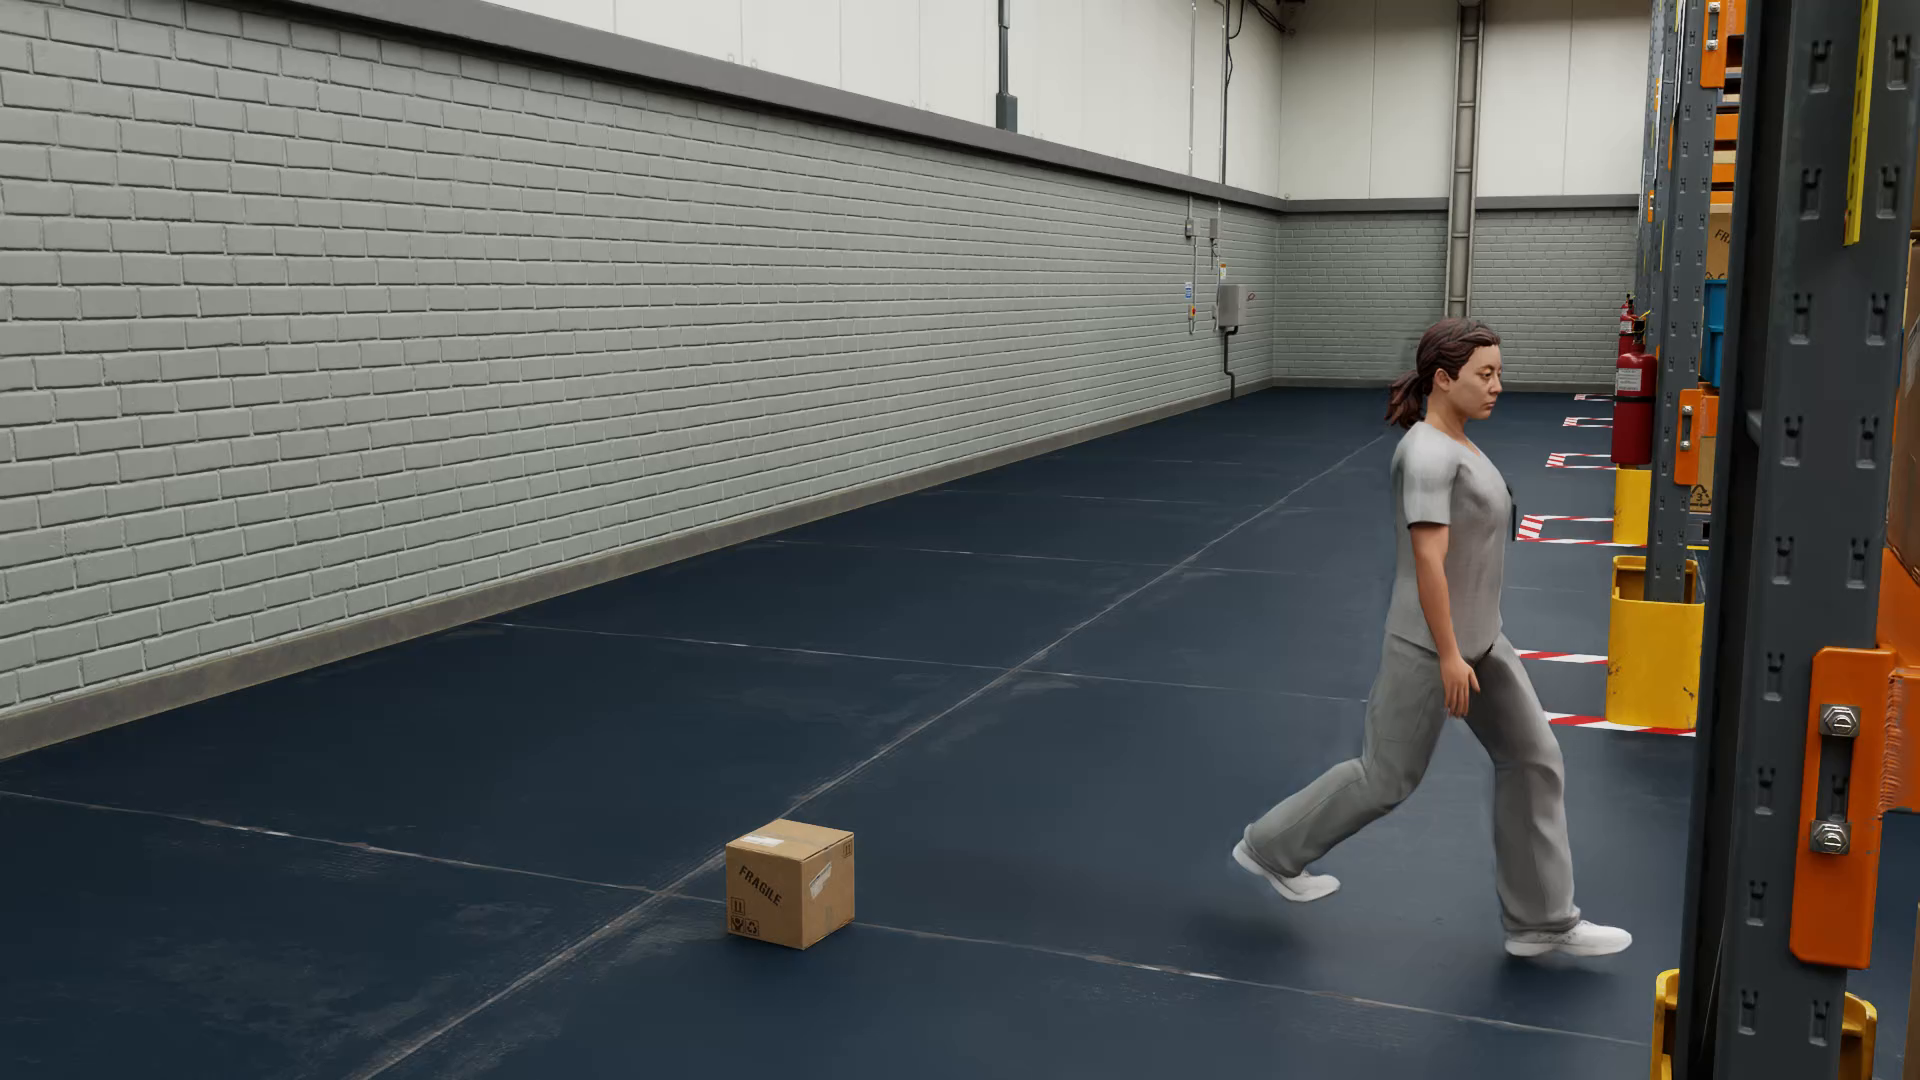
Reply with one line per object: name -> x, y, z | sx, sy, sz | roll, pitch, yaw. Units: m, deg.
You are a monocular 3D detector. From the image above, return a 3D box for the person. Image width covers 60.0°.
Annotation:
person -> 1.205, 0.379, 4.262 | 1.007, 1.372, 0.486 | 5, 10, 32
